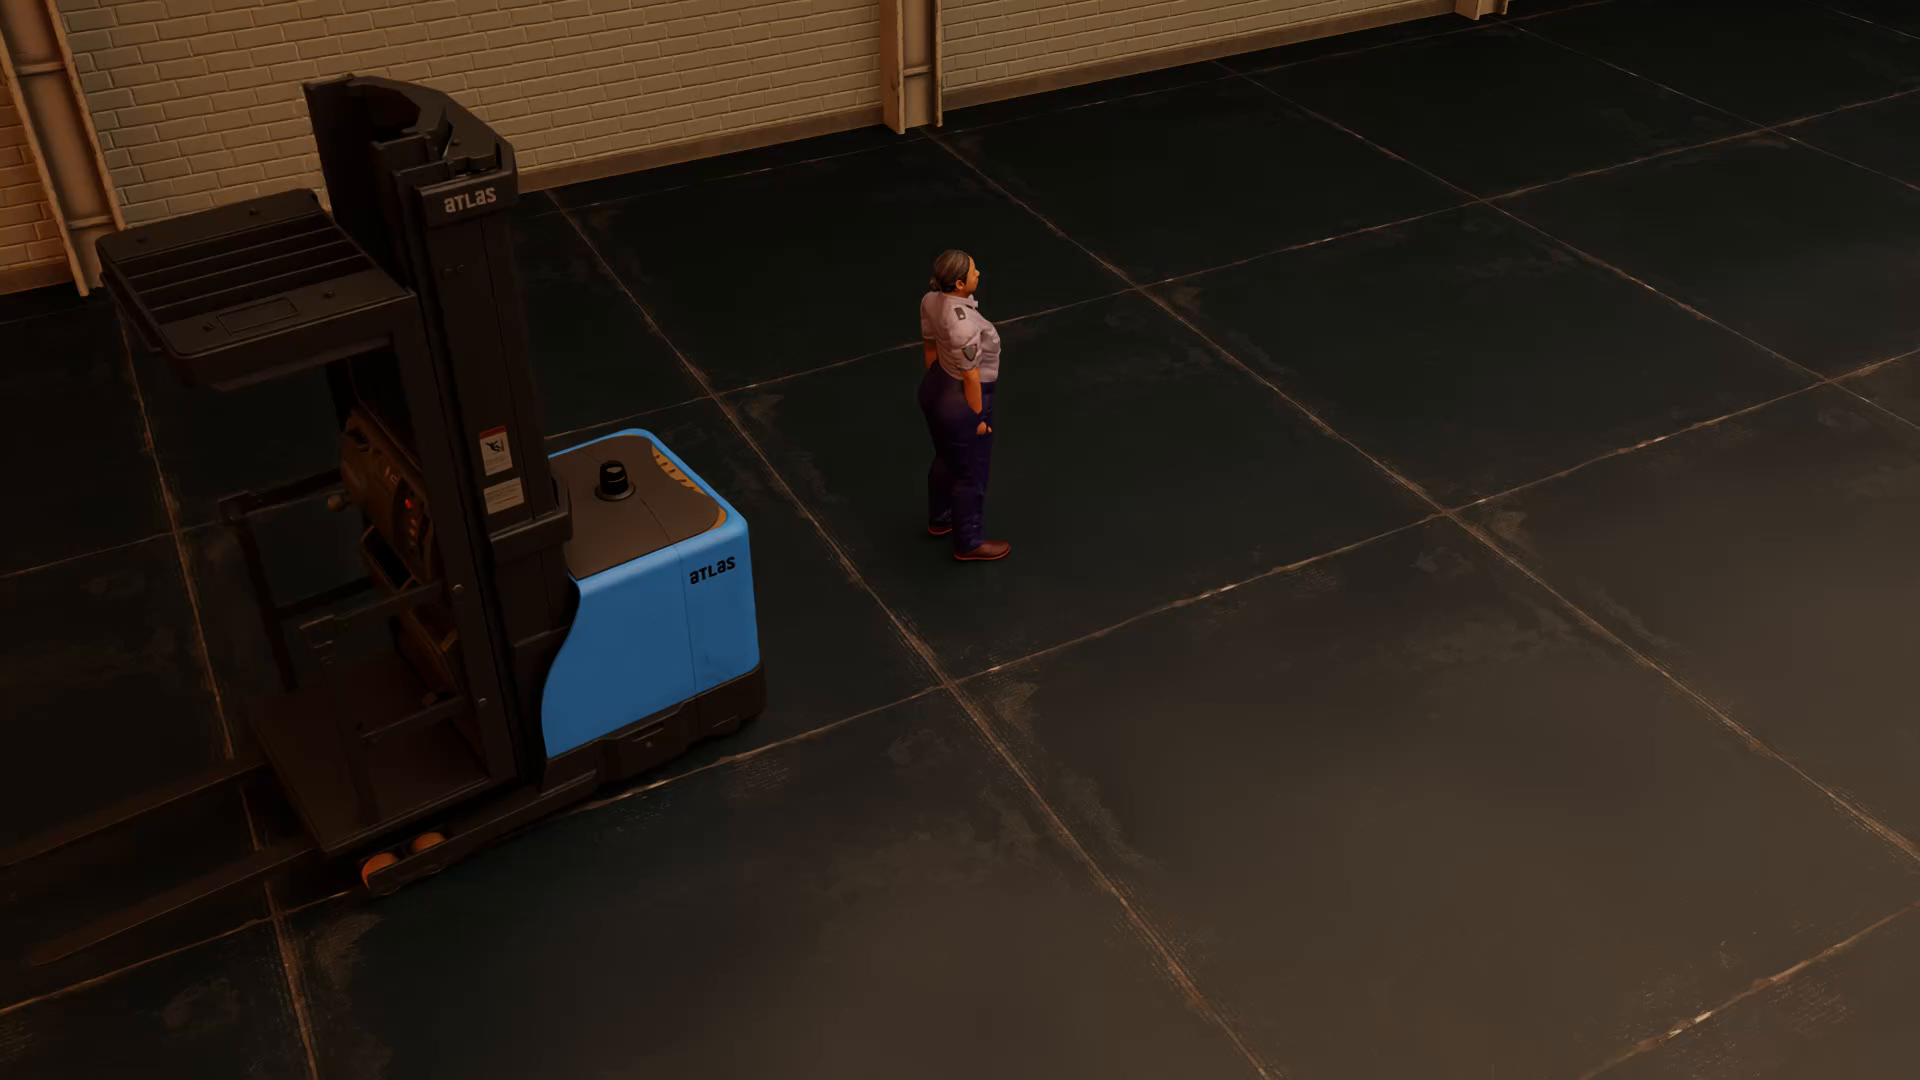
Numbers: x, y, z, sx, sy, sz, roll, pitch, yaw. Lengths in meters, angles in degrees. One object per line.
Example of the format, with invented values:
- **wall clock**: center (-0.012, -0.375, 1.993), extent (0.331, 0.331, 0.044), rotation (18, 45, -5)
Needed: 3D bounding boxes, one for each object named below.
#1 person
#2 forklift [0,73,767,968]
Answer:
- **person**: center (0.006, -0.668, 8.186), extent (0.365, 1.651, 0.483), rotation (-17, 39, -23)
- **forklift**: center (-2.364, -0.125, 6.300), extent (3.031, 2.935, 1.130), rotation (-23, 41, -29)
